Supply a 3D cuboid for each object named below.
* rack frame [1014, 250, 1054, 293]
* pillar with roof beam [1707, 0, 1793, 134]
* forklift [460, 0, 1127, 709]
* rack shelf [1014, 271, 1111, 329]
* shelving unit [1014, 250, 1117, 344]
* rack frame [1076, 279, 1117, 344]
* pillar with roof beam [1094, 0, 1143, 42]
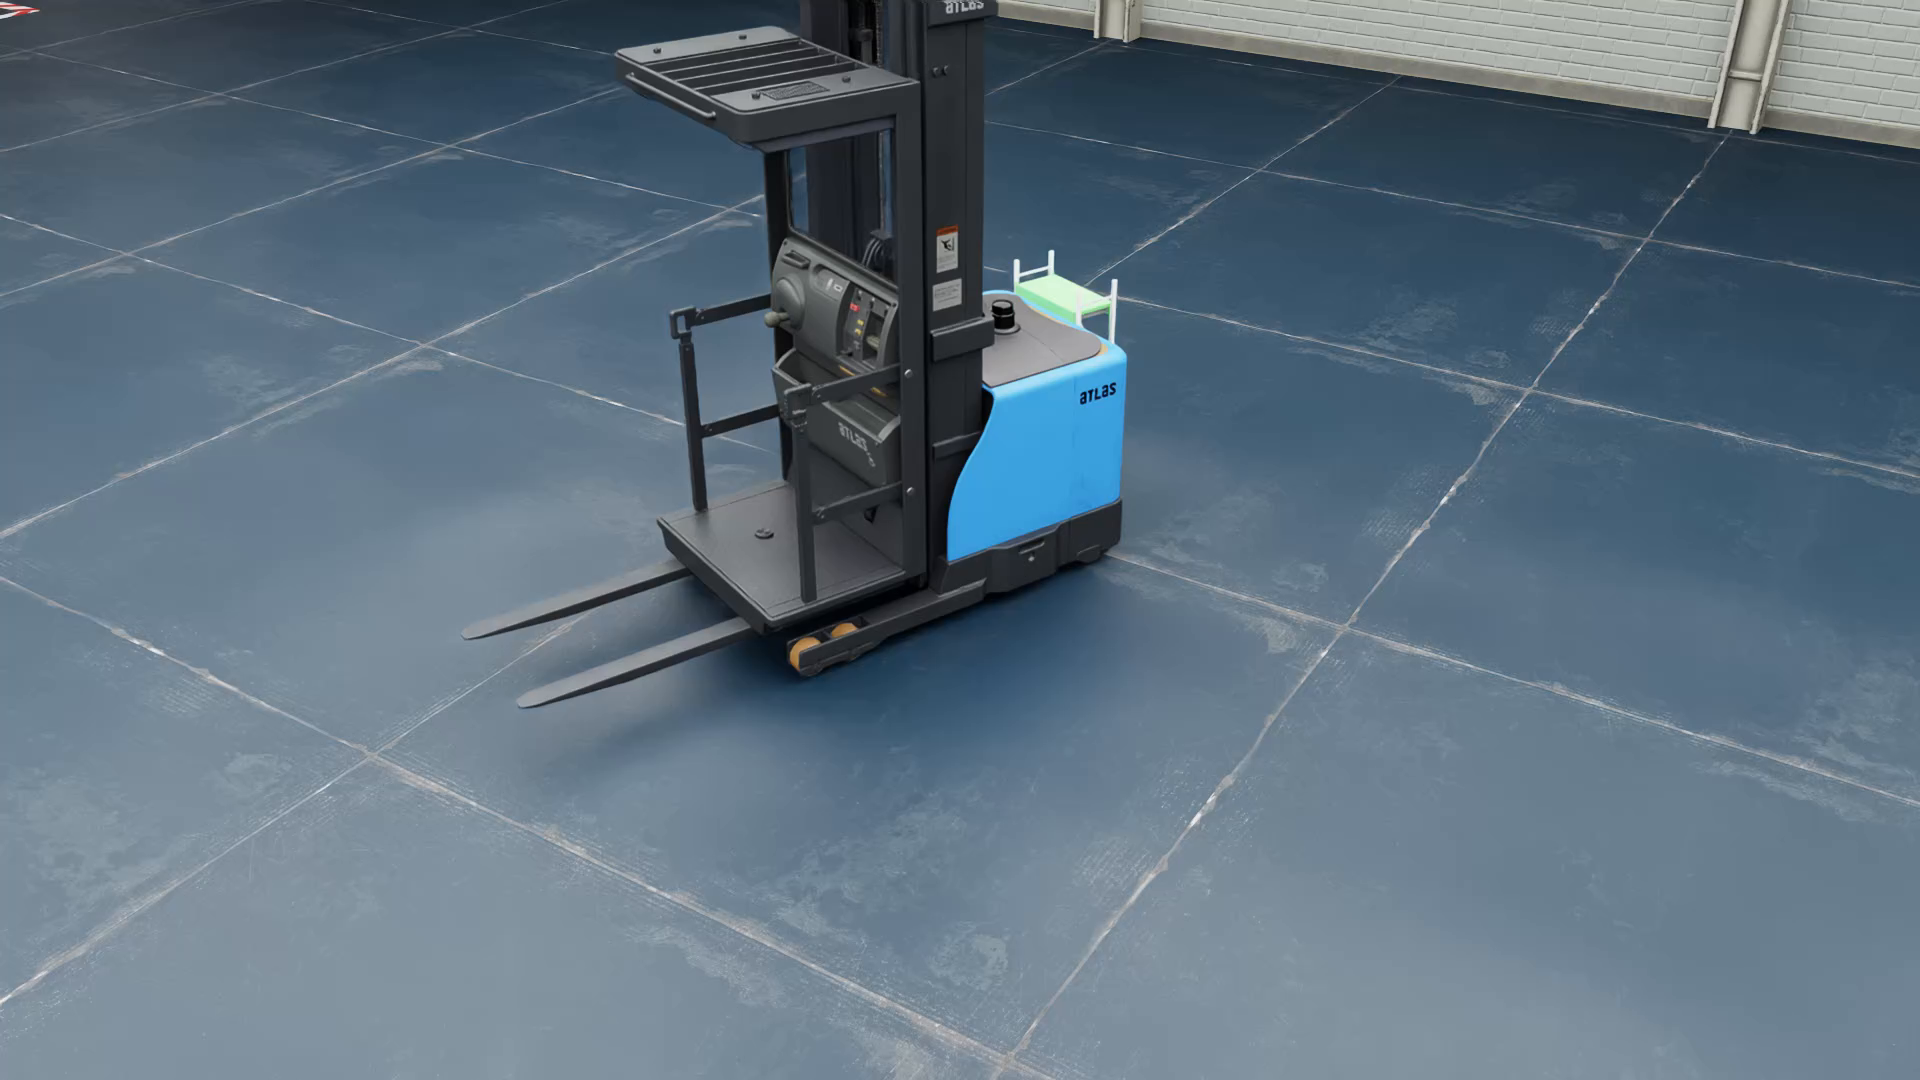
[{"bbox_3d":[0.371,-0.902,8.606,0.240,1.200,0.015,-20,36,-30],"label":"rack frame"},{"bbox_3d":[4.415,-5.628,8.967,0.400,9.000,9.100,18,35,27],"label":"pillar with roof beam"},{"bbox_3d":[-0.714,-0.977,7.017,3.031,2.935,1.130,-20,36,-30],"label":"forklift"},{"bbox_3d":[0.514,-1.162,8.226,0.258,0.148,0.480,-20,36,-30],"label":"rack shelf"},{"bbox_3d":[0.514,-0.803,8.435,0.258,1.200,0.503,-20,36,-30],"label":"shelving unit"},{"bbox_3d":[0.657,-0.703,8.264,0.240,1.200,0.015,-20,36,-30],"label":"rack frame"},{"bbox_3d":[-0.667,-7.235,11.722,0.400,9.000,9.100,18,35,27],"label":"pillar with roof beam"}]
